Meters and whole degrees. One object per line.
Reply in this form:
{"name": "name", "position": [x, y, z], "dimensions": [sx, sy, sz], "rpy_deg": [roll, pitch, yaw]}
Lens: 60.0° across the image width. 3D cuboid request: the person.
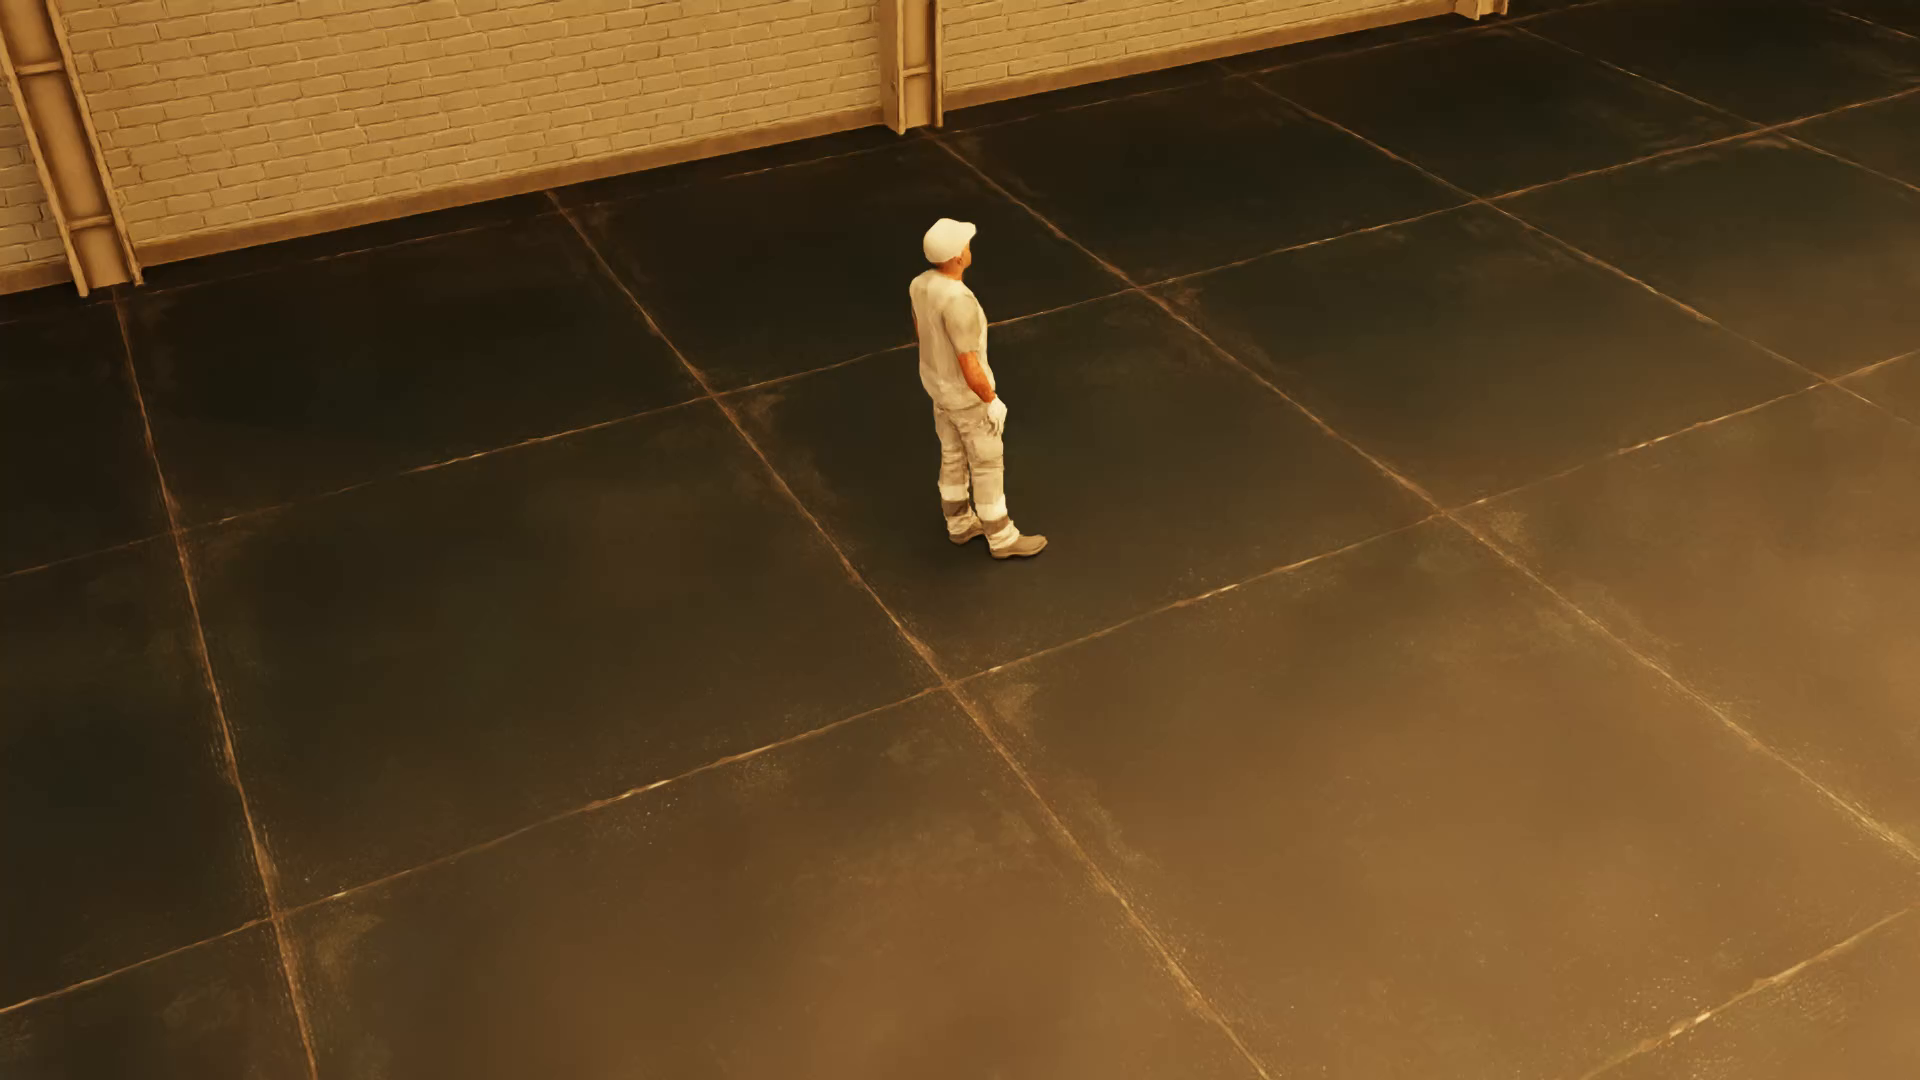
{"name": "person", "position": [0.076, -0.753, 8.165], "dimensions": [0.563, 1.787, 0.637], "rpy_deg": [-17, 39, -23]}
